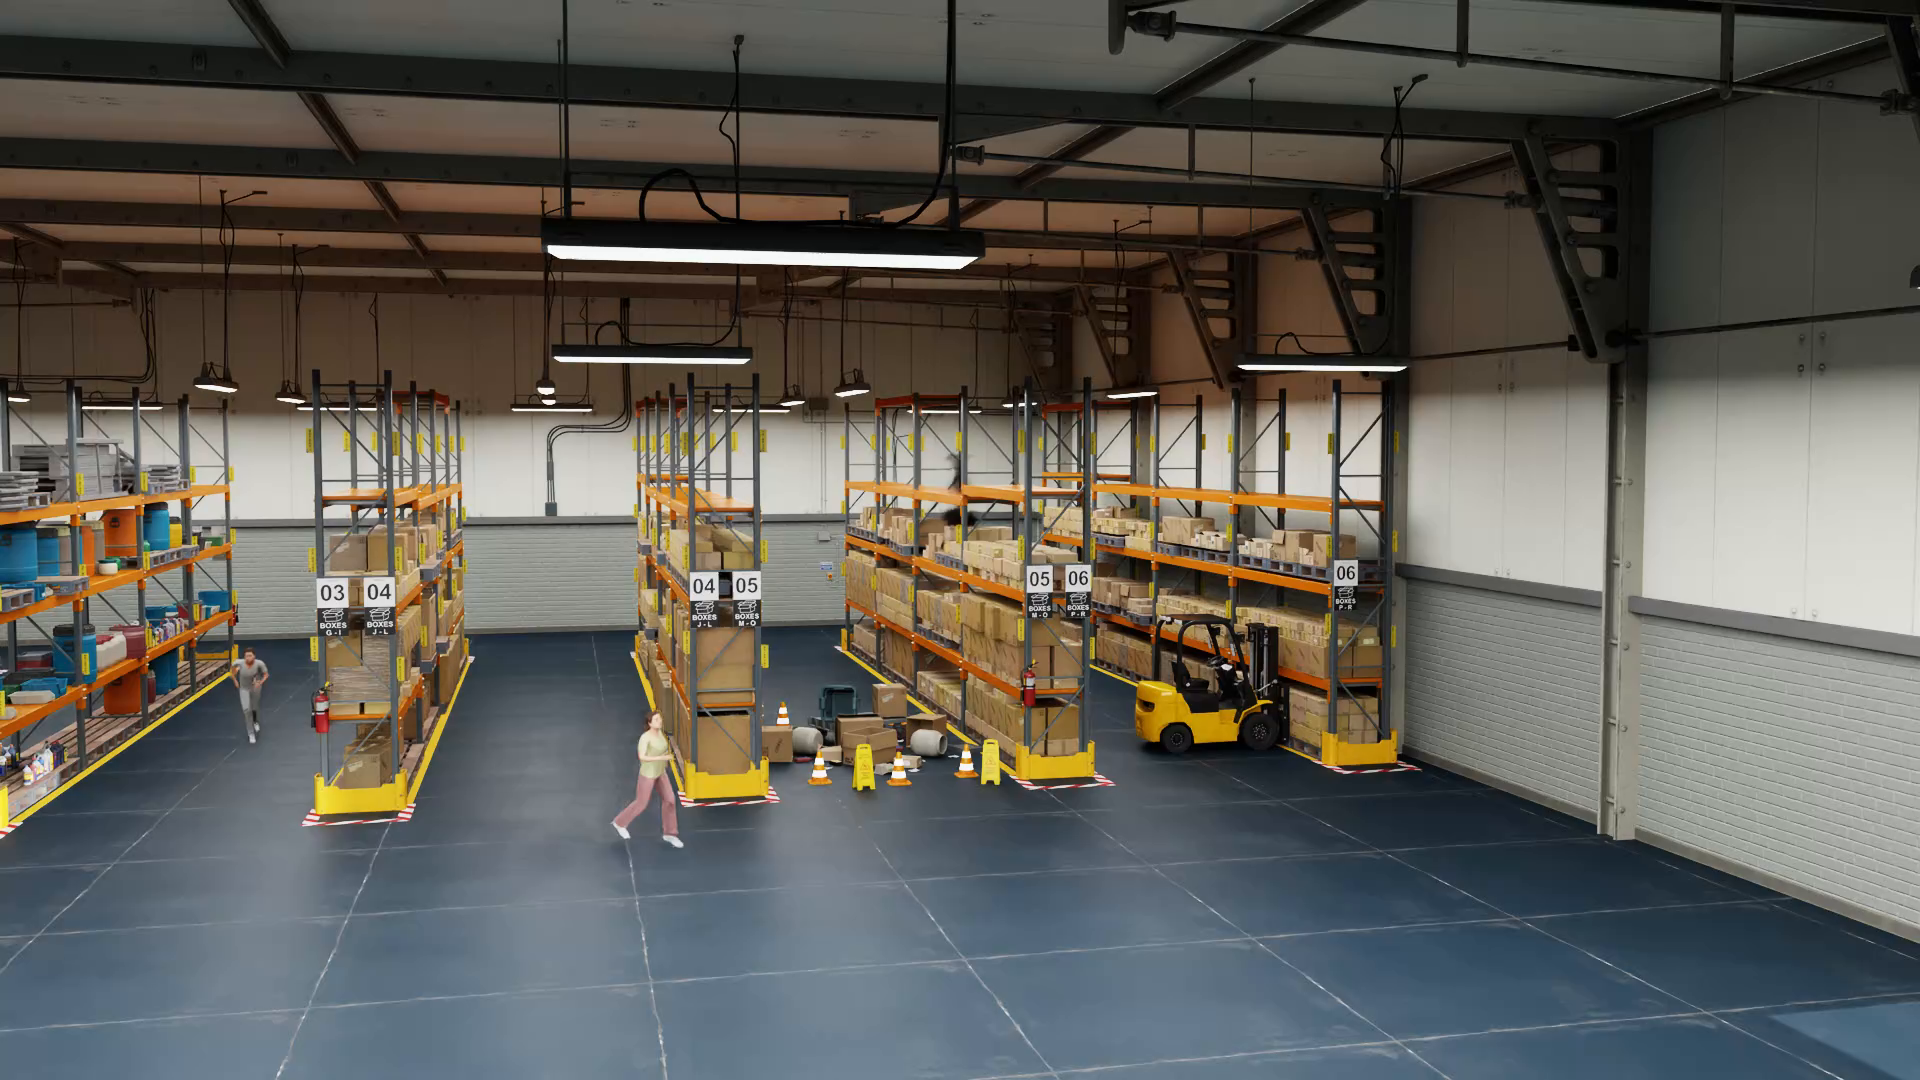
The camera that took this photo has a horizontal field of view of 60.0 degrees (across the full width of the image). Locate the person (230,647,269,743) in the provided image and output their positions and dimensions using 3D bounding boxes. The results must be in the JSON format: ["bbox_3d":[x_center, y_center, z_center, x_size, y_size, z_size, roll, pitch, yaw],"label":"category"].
[{"bbox_3d":[-12.048,2.594,28.251,0.602,1.625,1.003,-1,3,-17],"label":"person"}]

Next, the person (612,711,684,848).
[{"bbox_3d":[-3.882,2.964,20.773,0.958,1.692,0.583,2,4,28],"label":"person"}]
